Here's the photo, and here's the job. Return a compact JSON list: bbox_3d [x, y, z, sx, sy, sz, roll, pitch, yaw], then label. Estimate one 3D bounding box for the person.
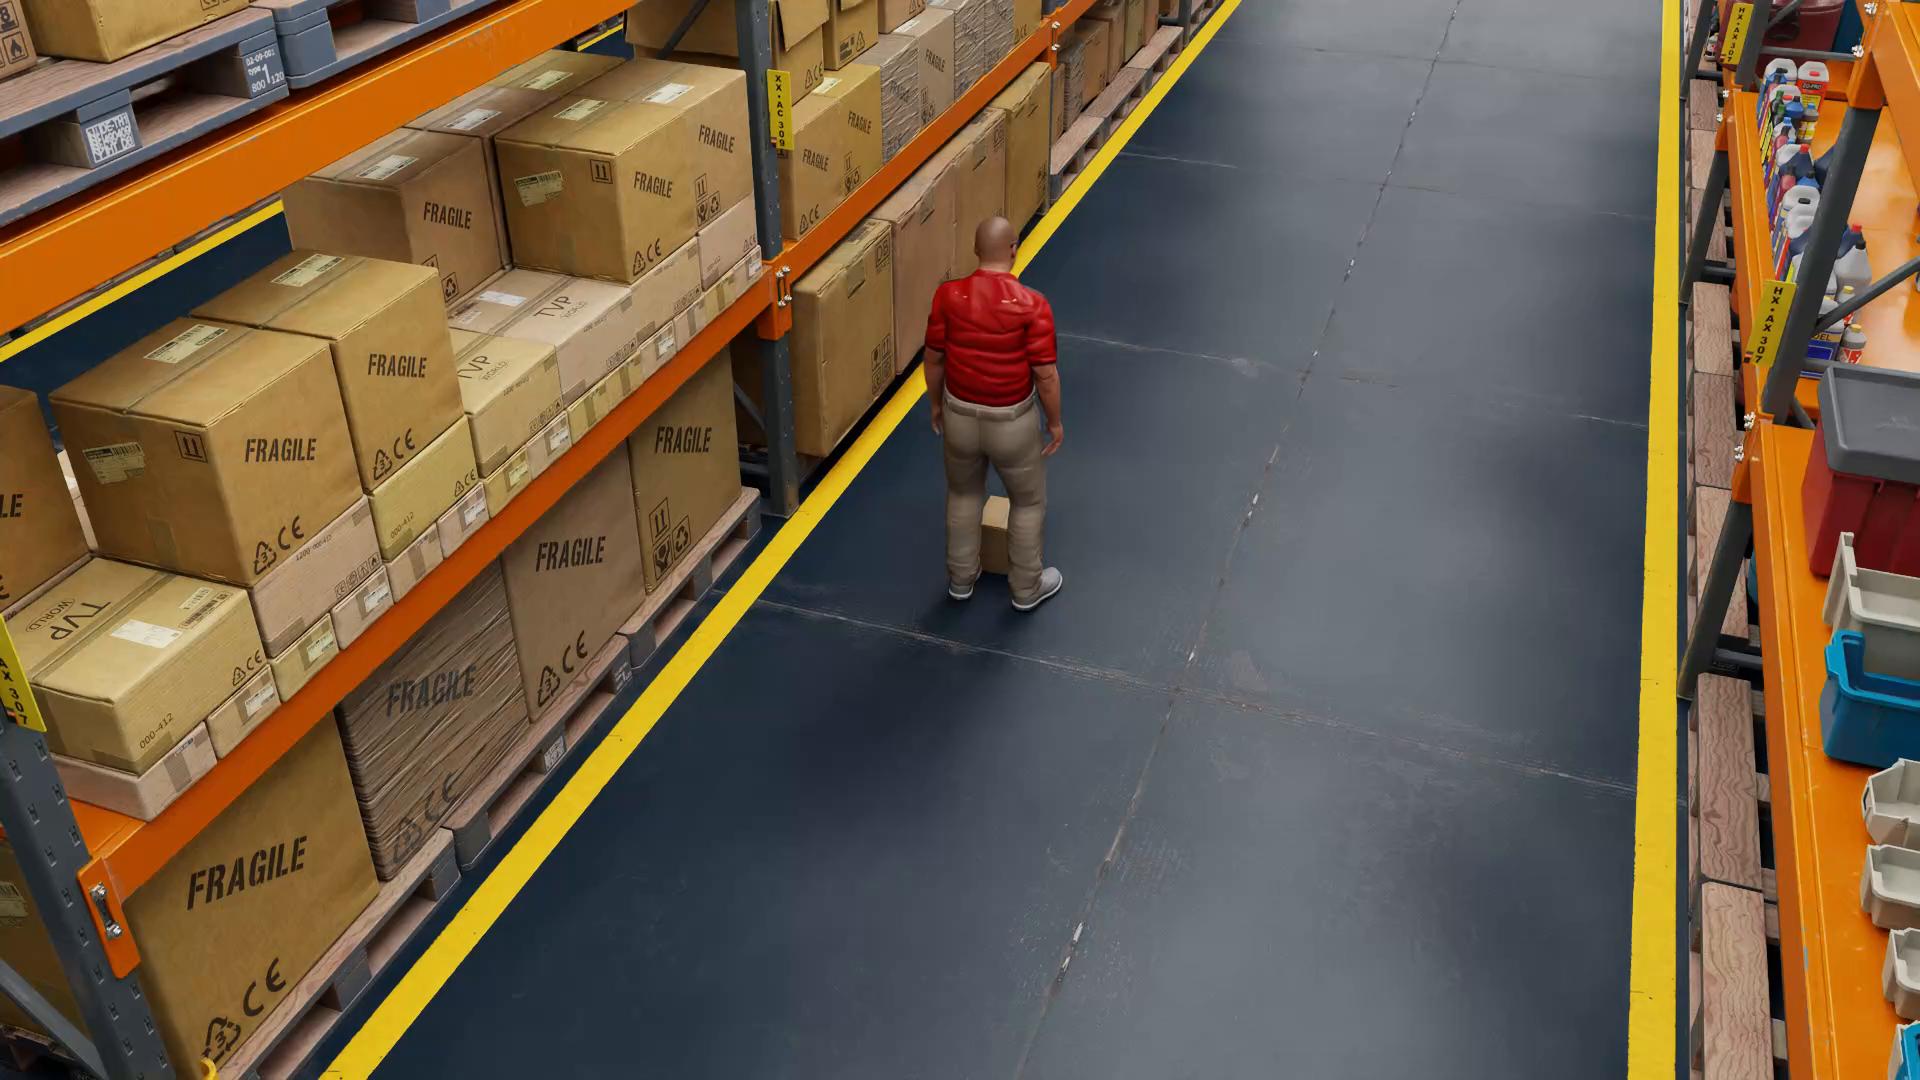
[{"bbox_3d":[0.142,-0.506,6.929,0.585,1.727,0.382,11,35,17],"label":"person"}]
